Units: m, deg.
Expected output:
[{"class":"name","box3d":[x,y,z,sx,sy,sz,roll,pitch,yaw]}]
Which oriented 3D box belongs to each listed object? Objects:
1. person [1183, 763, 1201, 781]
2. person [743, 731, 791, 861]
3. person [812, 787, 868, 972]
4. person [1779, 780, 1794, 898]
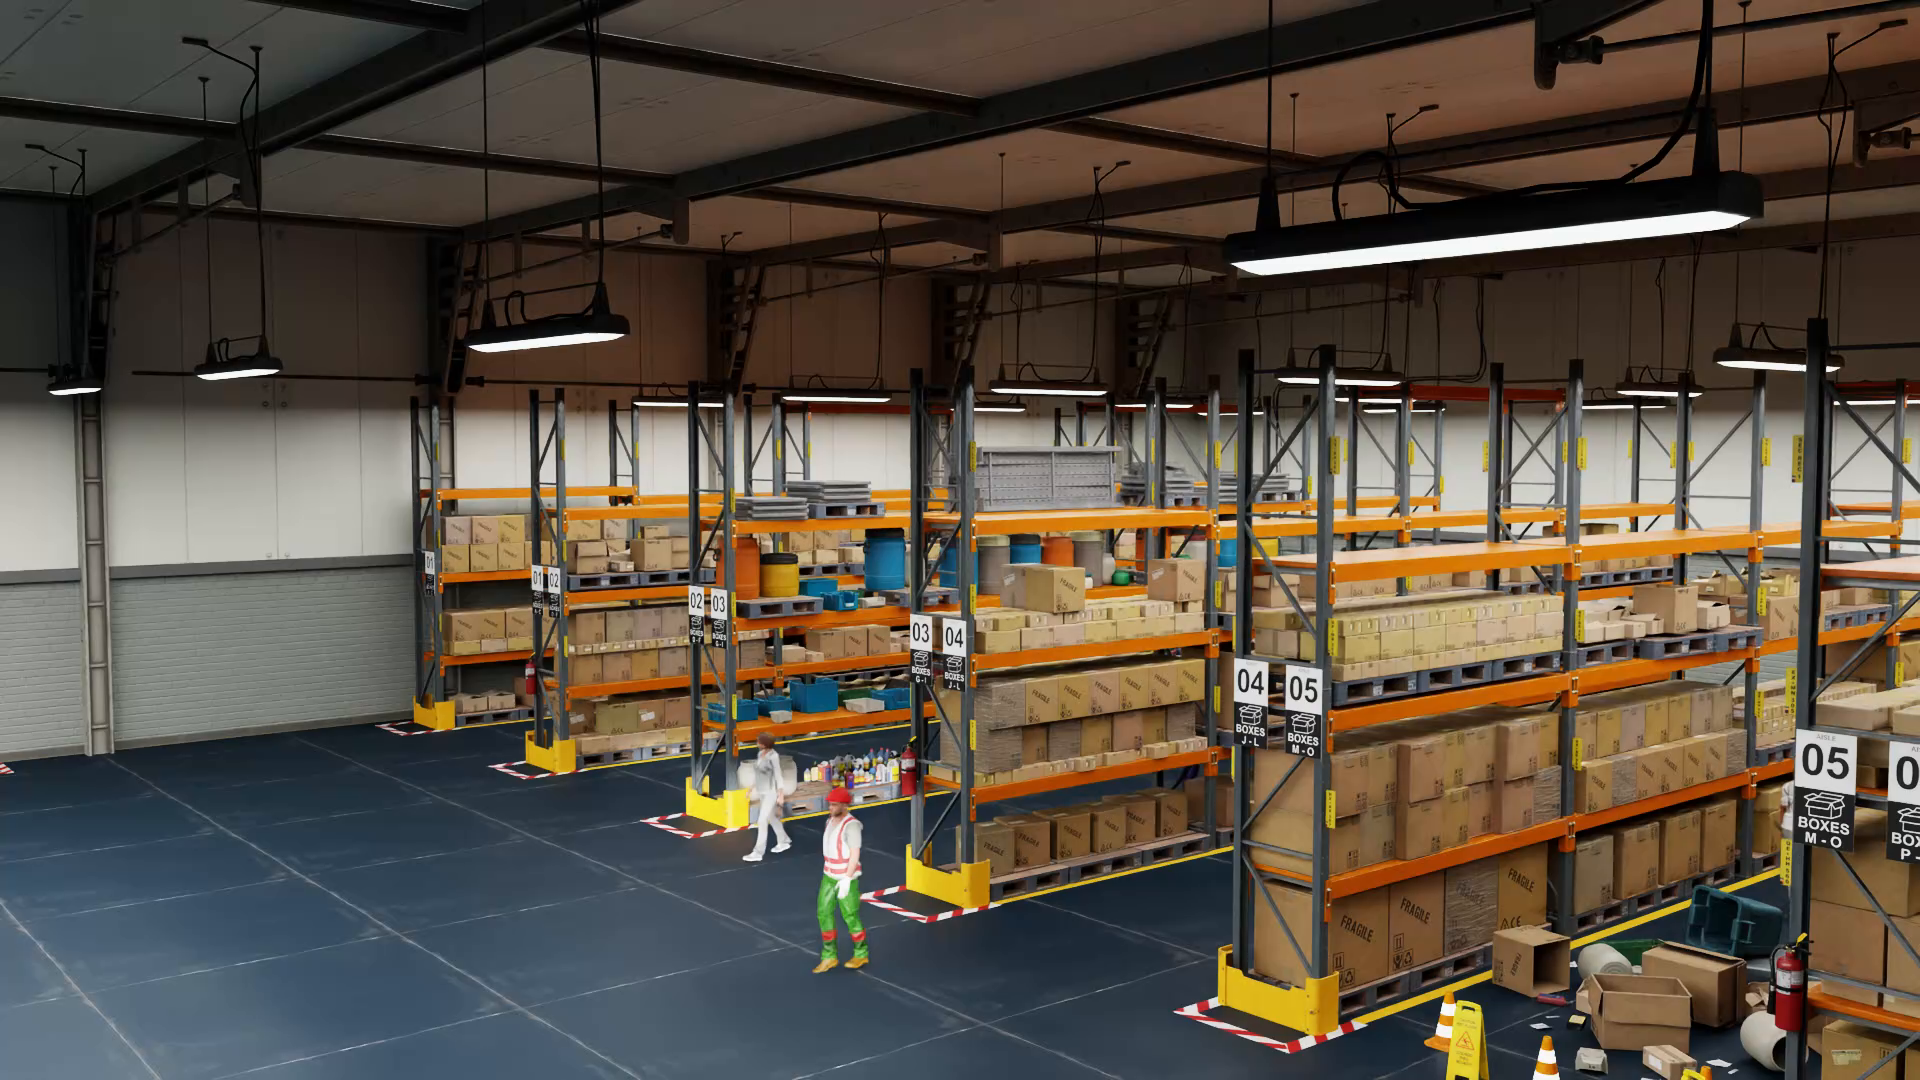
[{"class":"person","box3d":[3.396,2.947,24.139,0.504,1.688,0.576,2,4,31]},{"class":"person","box3d":[-2.420,3.175,20.669,0.786,1.517,0.451,-2,4,-33]},{"class":"person","box3d":[-1.175,3.331,16.279,0.555,1.846,0.611,-3,4,-38]},{"class":"person","box3d":[9.301,3.256,18.351,0.496,1.658,0.529,-3,4,-39]}]
